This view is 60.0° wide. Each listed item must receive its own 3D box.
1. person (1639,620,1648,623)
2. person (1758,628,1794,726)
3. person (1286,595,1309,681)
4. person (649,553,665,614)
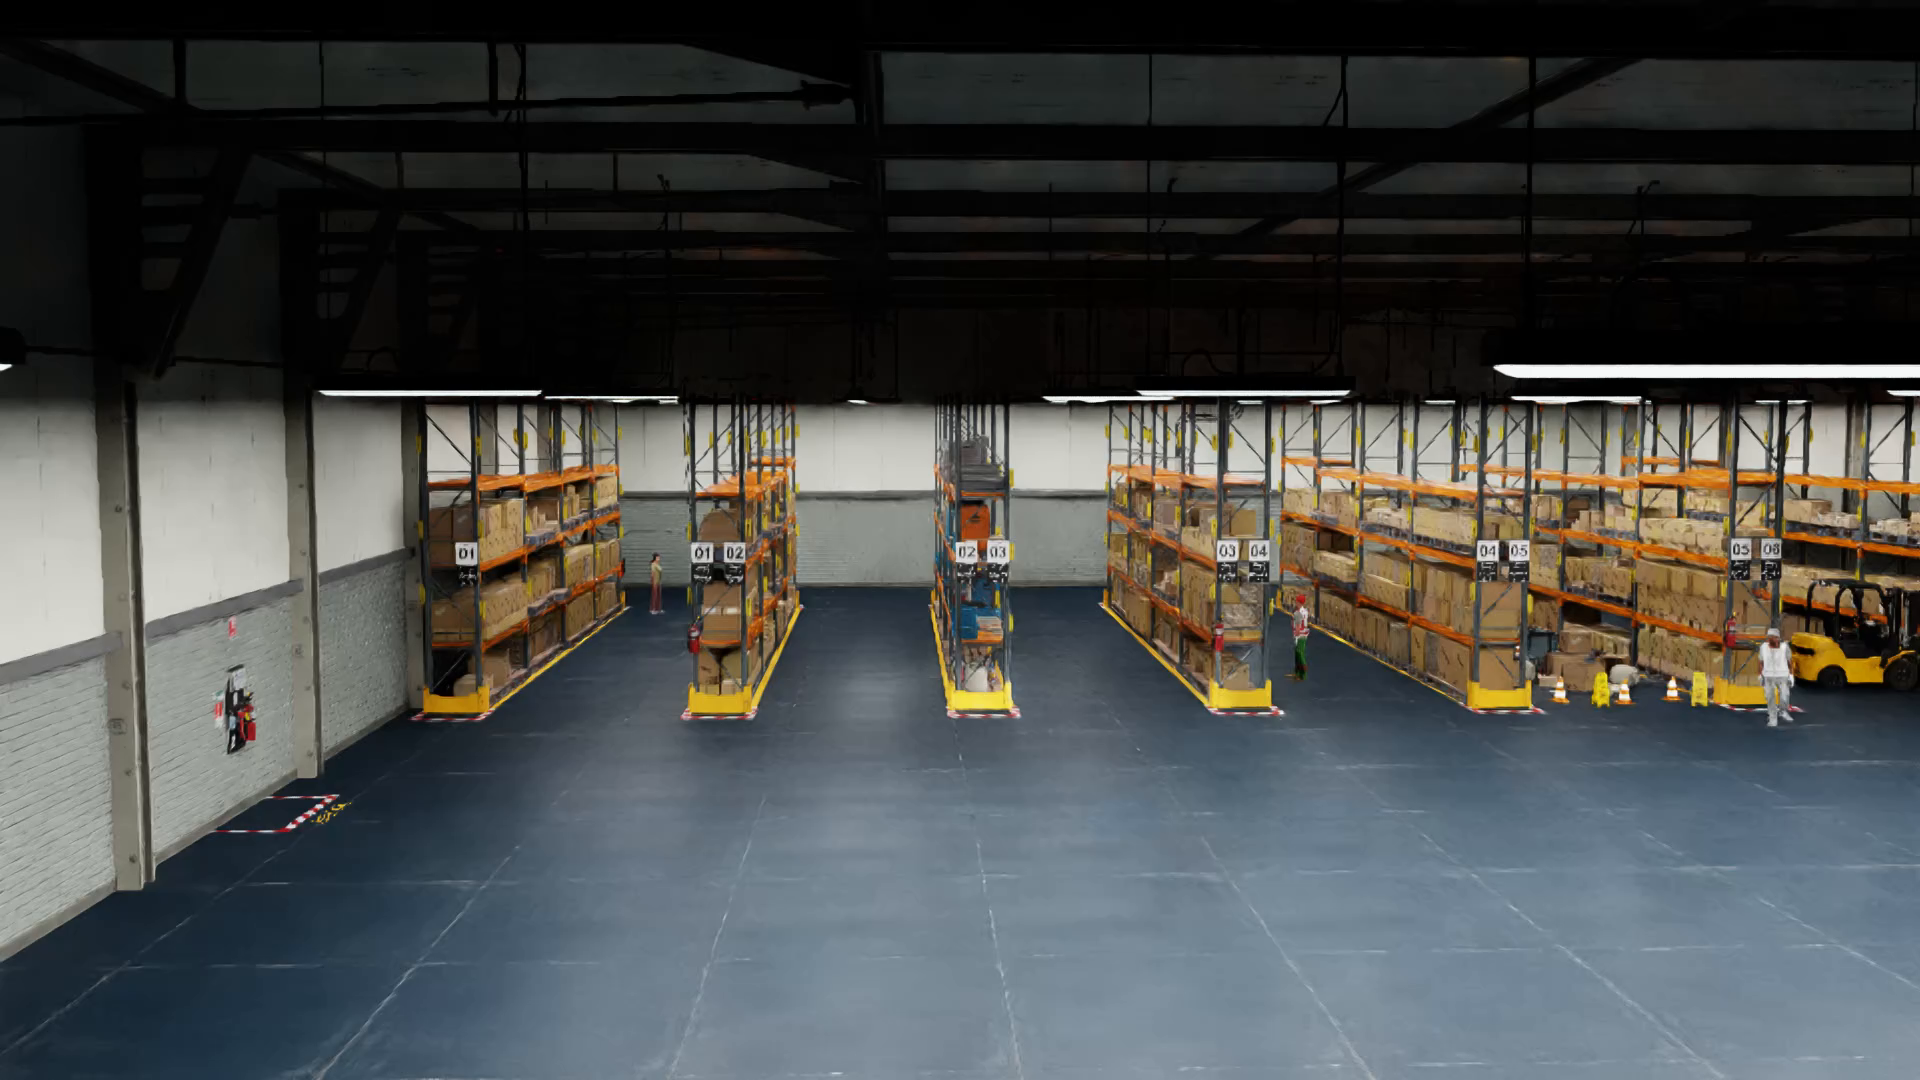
[{"bbox_3d":[18.061,1.413,43.790,0.512,1.582,0.515,1,5,17],"label":"person"},{"bbox_3d":[14.655,2.450,29.861,0.602,1.777,0.571,3,6,34],"label":"person"},{"bbox_3d":[7.047,2.030,34.759,0.494,1.786,0.606,2,5,28],"label":"person"},{"bbox_3d":[-8.405,1.184,46.037,0.384,1.673,0.518,0,5,6],"label":"person"}]
